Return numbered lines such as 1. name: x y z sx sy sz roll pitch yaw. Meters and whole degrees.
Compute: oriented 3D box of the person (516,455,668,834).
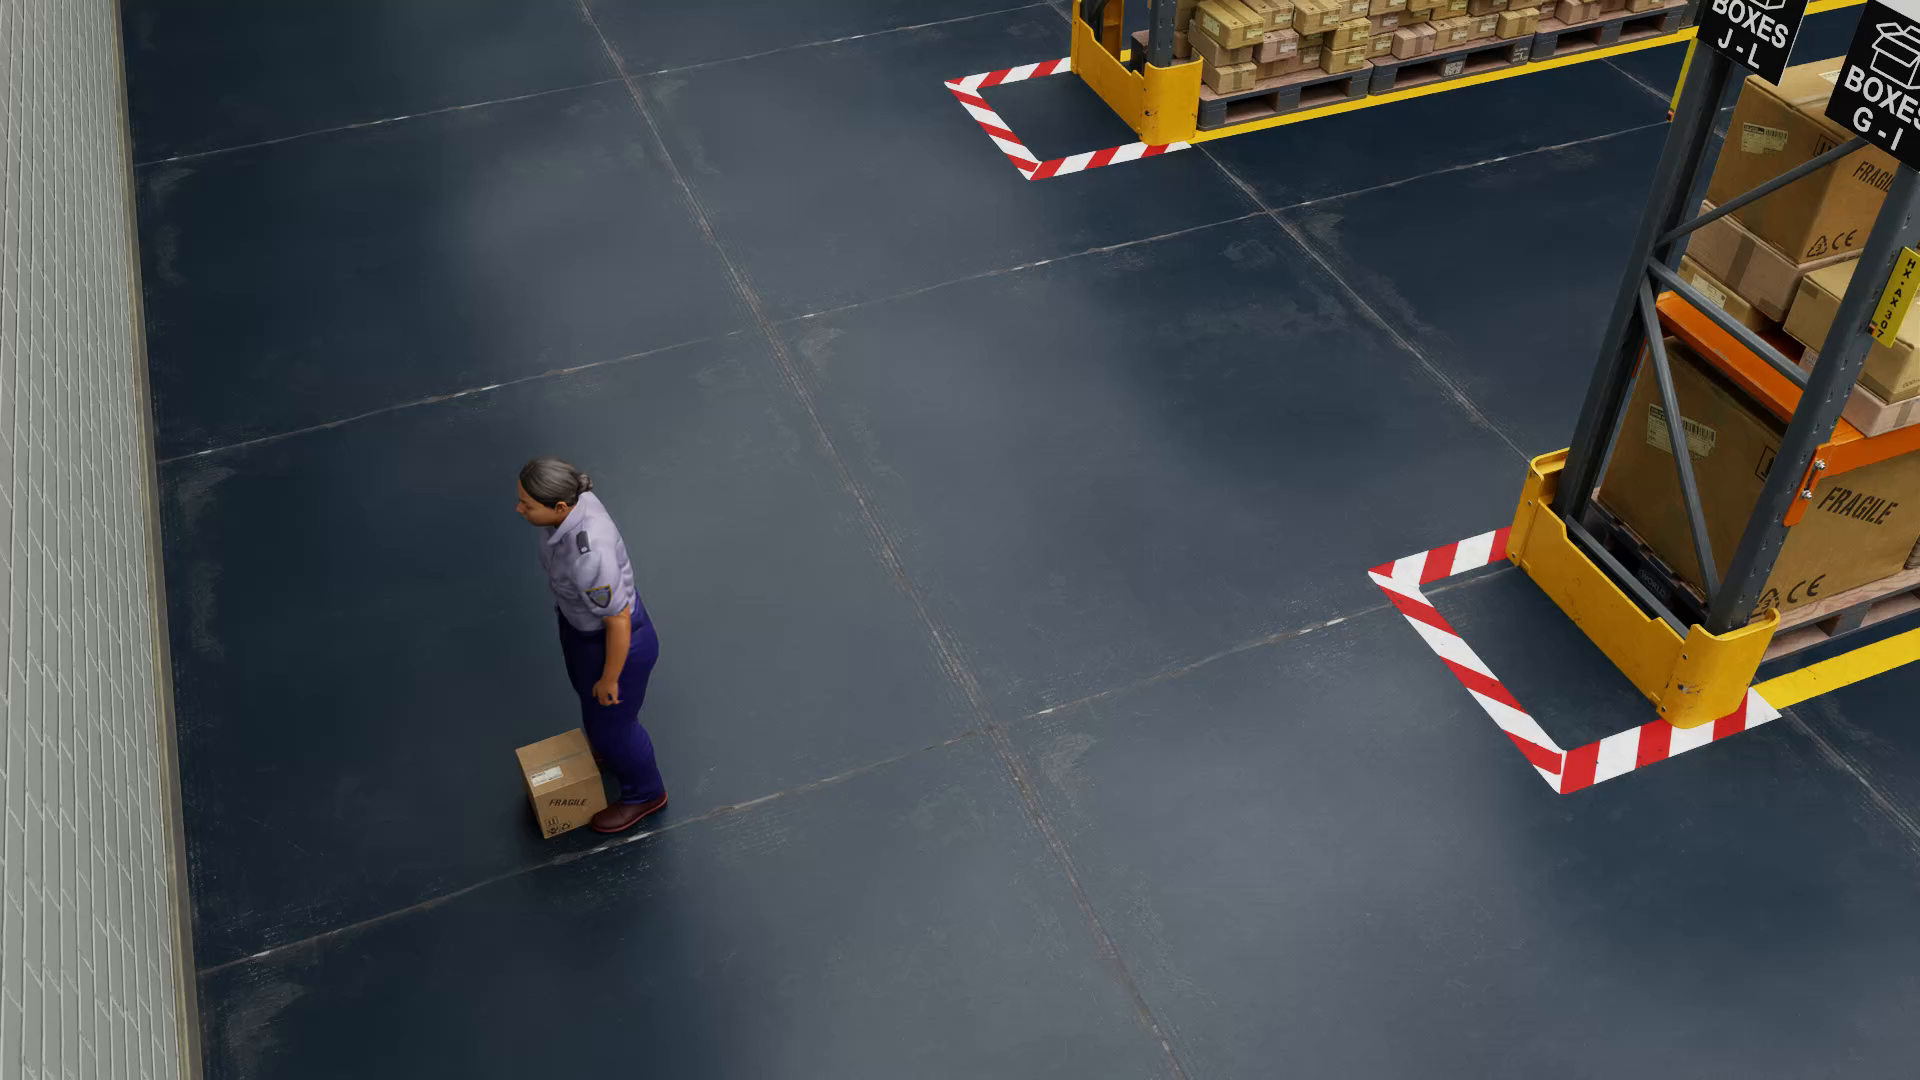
1. person: -1.281 0.331 5.797 0.335 1.653 0.563 -18 45 -18
